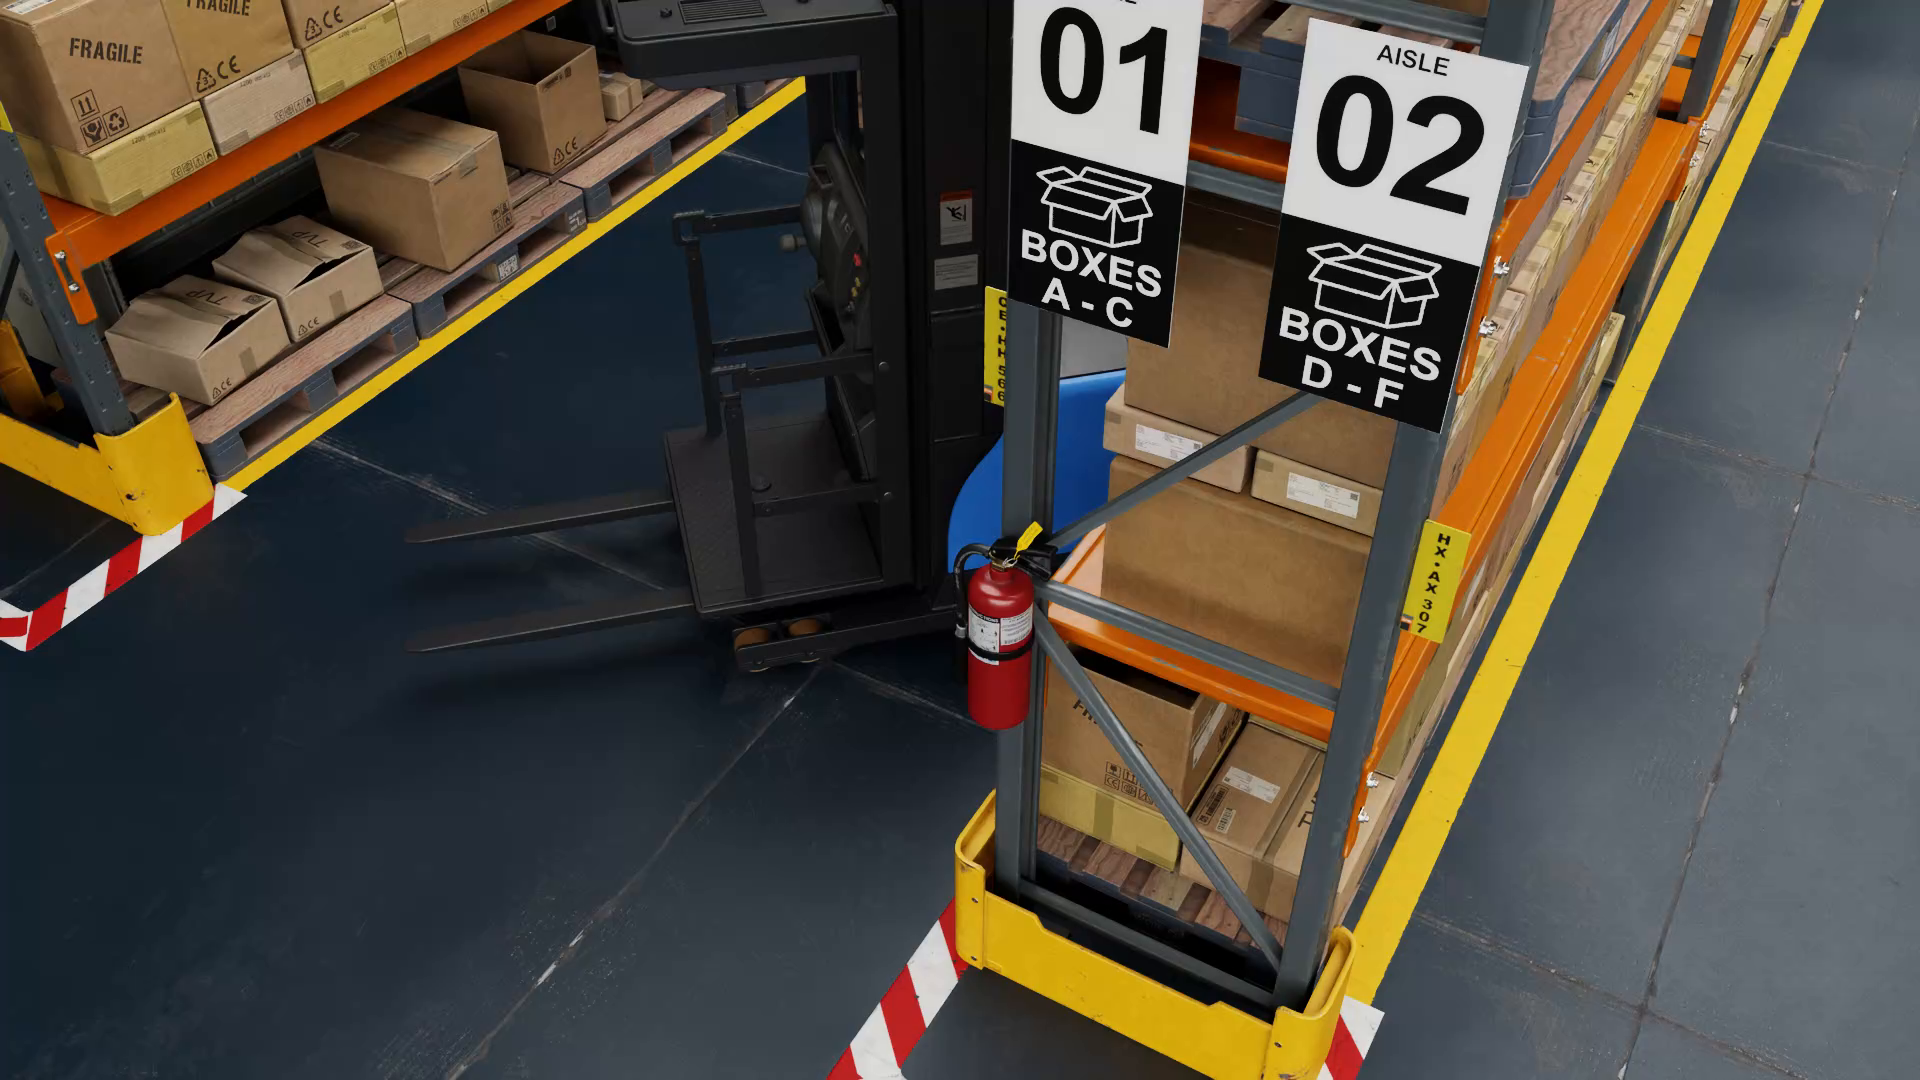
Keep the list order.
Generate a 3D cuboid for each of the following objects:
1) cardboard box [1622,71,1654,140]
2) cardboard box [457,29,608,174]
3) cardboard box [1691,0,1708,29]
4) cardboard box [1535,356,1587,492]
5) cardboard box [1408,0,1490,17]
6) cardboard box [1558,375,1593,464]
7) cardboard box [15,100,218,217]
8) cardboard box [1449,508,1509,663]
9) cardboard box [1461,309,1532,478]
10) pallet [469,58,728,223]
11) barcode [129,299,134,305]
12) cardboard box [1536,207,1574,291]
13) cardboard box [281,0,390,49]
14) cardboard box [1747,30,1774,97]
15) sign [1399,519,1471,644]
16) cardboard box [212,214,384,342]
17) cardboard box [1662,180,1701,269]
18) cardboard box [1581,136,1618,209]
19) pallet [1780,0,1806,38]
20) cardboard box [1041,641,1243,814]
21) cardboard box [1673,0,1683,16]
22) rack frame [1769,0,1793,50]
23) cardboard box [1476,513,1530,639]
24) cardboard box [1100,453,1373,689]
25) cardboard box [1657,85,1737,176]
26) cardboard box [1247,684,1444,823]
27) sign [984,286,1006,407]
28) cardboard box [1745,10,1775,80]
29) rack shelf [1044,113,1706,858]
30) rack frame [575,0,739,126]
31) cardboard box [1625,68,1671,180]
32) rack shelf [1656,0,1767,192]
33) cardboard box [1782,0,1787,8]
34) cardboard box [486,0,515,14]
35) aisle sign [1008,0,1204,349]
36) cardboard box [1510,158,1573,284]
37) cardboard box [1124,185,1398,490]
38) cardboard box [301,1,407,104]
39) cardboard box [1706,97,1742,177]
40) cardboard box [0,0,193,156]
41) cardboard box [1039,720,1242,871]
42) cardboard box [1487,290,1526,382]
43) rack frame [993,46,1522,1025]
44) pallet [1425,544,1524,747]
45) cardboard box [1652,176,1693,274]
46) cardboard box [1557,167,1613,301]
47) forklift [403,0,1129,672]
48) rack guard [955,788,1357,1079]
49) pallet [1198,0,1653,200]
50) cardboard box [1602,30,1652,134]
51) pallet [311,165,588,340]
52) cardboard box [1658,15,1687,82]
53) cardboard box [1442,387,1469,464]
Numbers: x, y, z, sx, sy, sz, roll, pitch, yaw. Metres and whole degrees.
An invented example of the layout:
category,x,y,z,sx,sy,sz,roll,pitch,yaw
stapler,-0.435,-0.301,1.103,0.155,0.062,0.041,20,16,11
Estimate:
category,x,y,z,sx,sy,sz,roll,pitch,yaw
cardboard box,2.106,-1.500,5.617,0.380,0.149,0.250,21,45,22
cardboard box,-2.208,-2.283,8.631,0.500,0.500,0.500,18,44,19
cardboard box,2.617,-2.081,6.277,0.380,0.149,0.250,21,45,22
cardboard box,2.017,-0.527,6.274,0.500,0.500,0.500,21,45,22
cardboard box,0.857,-1.440,3.344,0.797,0.503,0.637,24,47,25
cardboard box,2.266,-0.532,6.847,0.500,0.250,0.500,21,45,22
cardboard box,-3.206,-1.499,6.281,0.500,0.250,0.500,20,45,21
cardboard box,1.514,0.045,5.625,0.500,0.500,0.500,21,45,22
cardboard box,1.322,-0.623,5.112,0.700,0.500,0.500,21,46,22
pallet,-2.029,-2.220,9.112,1.003,0.211,1.213,21,45,22
barcode,-3.638,-1.042,7.359,0.001,0.075,0.075,21,45,22
cardboard box,1.591,-0.910,4.947,0.380,0.149,0.250,20,45,22
cardboard box,-2.706,-2.353,6.684,0.500,0.500,0.500,19,45,21
cardboard box,4.262,-2.763,9.381,0.500,0.250,0.500,20,45,22
sign,1.043,0.095,3.658,0.100,0.325,0.005,21,45,22
cardboard box,-3.016,-1.222,7.570,0.500,0.311,0.500,25,47,25
cardboard box,3.240,-1.593,8.052,0.500,0.250,0.500,22,46,23
cardboard box,1.849,-1.202,5.279,0.380,0.149,0.250,22,46,23
pallet,4.975,-3.684,10.773,1.003,0.211,1.213,21,45,22
cardboard box,0.576,0.450,5.165,0.500,0.500,0.500,21,45,22
cardboard box,2.351,-2.295,6.029,0.700,0.500,0.500,21,46,22
rack frame,4.569,-4.315,9.381,1.000,3.000,0.127,21,45,22
cardboard box,1.778,0.045,6.192,0.500,0.250,0.500,21,45,22
cardboard box,0.810,-0.038,4.448,0.700,0.500,0.500,21,45,22
cardboard box,3.503,-2.098,8.201,0.500,0.311,0.500,19,45,21
cardboard box,1.273,0.616,5.544,0.500,0.250,0.500,21,45,22
sign,0.103,-0.449,3.935,0.100,0.325,0.005,21,45,22
cardboard box,4.010,-2.683,8.865,0.500,0.311,0.500,21,45,22
rack shelf,1.566,-0.612,5.720,1.077,0.370,4.000,21,45,22
rack frame,-1.724,-3.663,8.640,1.000,3.000,0.127,21,45,22
cardboard box,2.351,-1.808,6.458,0.700,0.500,0.500,20,45,21
rack shelf,3.568,-2.901,8.319,1.077,0.370,4.000,21,45,22
cardboard box,4.520,-3.270,9.533,0.500,0.311,0.500,22,46,23
cardboard box,-2.193,-2.668,7.608,0.500,0.250,0.500,21,45,22
aisle sign,0.278,-0.773,3.391,0.394,0.787,0.004,21,45,22
cardboard box,1.347,-1.147,4.725,0.700,0.500,0.500,21,46,22
cardboard box,0.837,-0.555,4.054,0.700,0.500,0.500,21,46,22
cardboard box,-2.699,-2.091,6.953,0.500,0.250,0.500,20,45,21
cardboard box,3.753,-2.181,8.720,0.500,0.250,0.500,22,46,23
cardboard box,-3.226,-1.780,6.033,0.500,0.500,0.500,21,46,22
cardboard box,0.578,0.732,5.412,0.500,0.250,0.500,21,45,22
cardboard box,1.332,-0.610,4.607,0.380,0.149,0.250,20,45,21
rack frame,0.565,0.262,4.183,1.000,3.000,0.127,21,45,22
pallet,1.523,0.162,6.406,1.003,0.211,1.213,21,45,22
cardboard box,2.990,-1.517,7.541,0.500,0.311,0.500,21,46,22
cardboard box,1.838,-1.218,5.788,0.700,0.500,0.500,22,46,23
forklift,-0.608,-0.997,5.664,3.031,2.935,1.130,-10,42,-11
rack guard,0.553,1.214,4.993,1.175,0.500,0.348,21,45,22
pallet,0.942,-1.226,3.670,1.003,0.211,1.213,21,45,22
cardboard box,1.848,-1.719,5.375,0.700,0.500,0.500,21,45,22
pallet,-2.639,-1.520,8.316,1.003,0.211,1.213,21,45,22
cardboard box,2.362,-1.790,5.946,0.380,0.149,0.250,20,45,21
cardboard box,1.078,-0.324,4.282,0.380,0.149,0.250,20,45,21
